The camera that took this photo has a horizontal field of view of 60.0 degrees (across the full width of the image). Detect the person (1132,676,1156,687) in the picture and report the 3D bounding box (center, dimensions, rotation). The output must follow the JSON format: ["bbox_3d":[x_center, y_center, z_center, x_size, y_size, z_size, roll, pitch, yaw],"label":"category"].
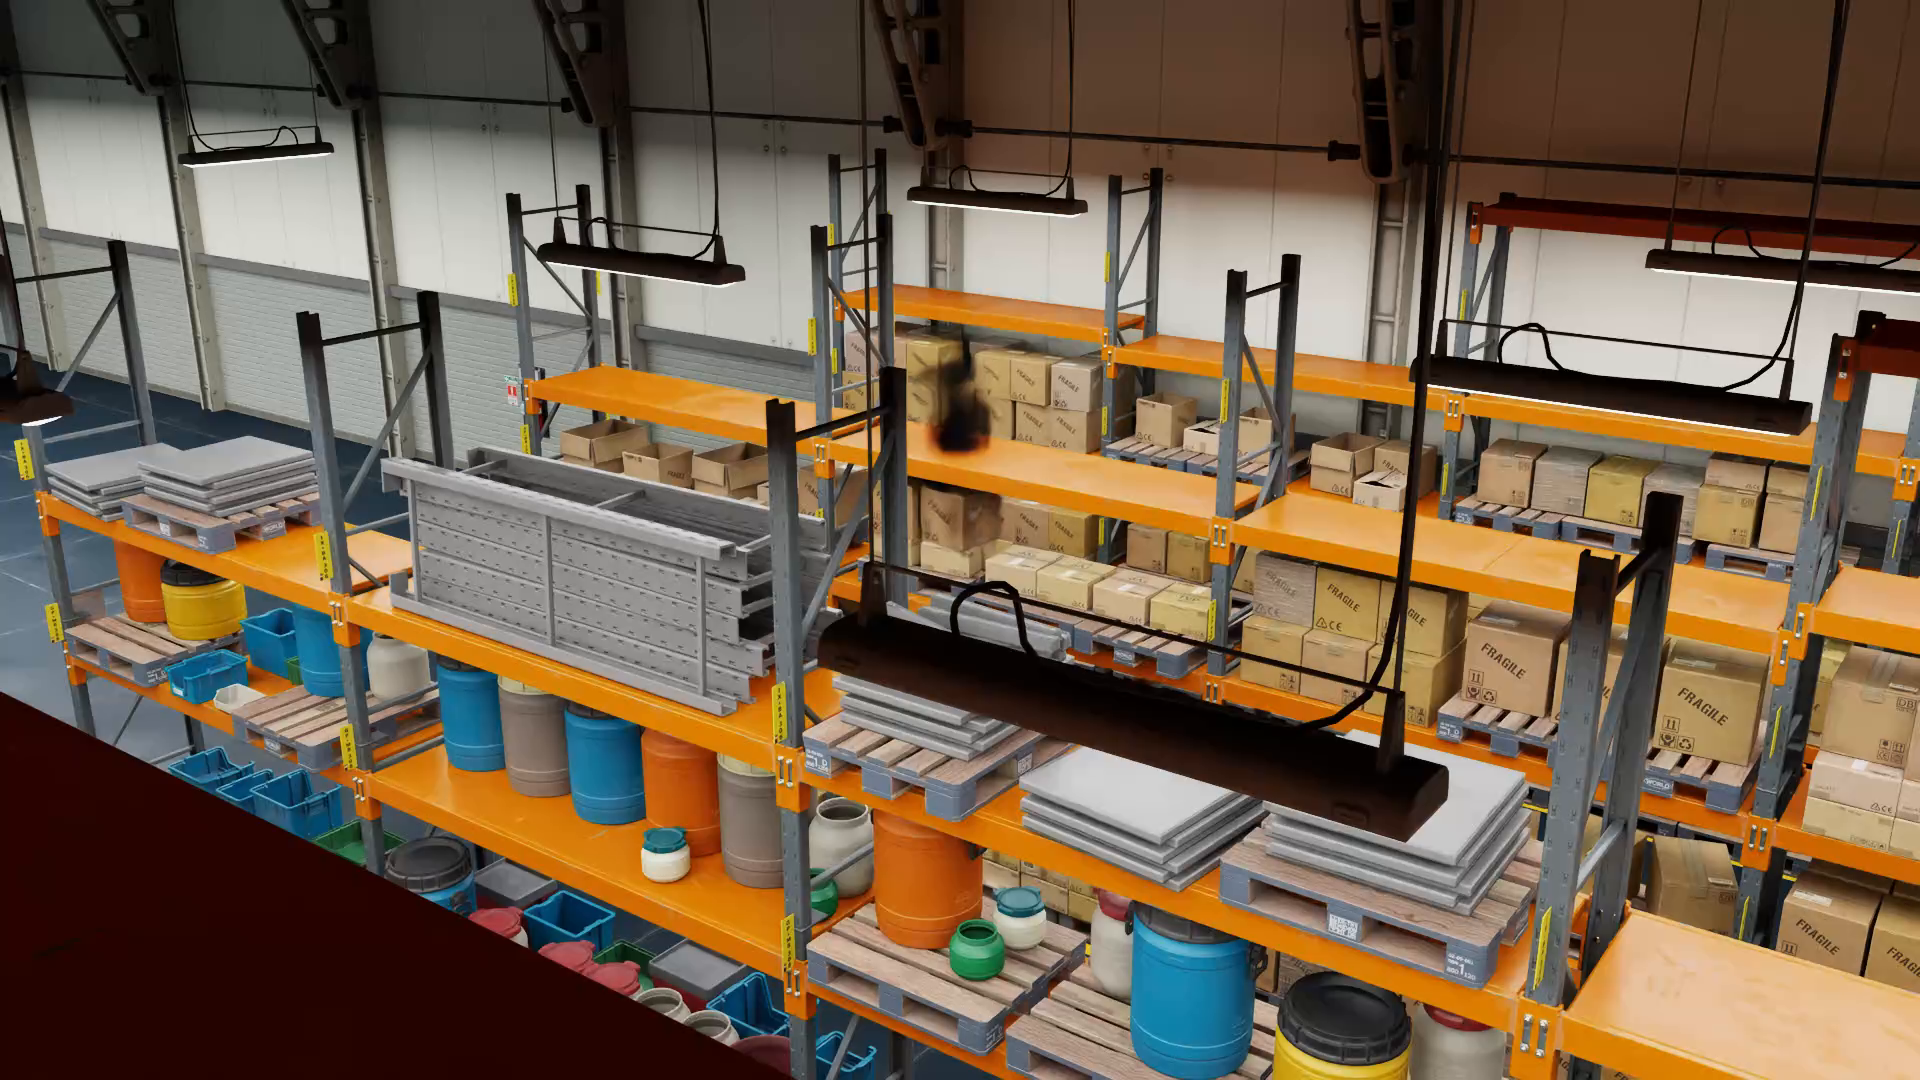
[{"bbox_3d":[1.805,2.001,16.550,0.862,1.602,0.537,9,21,26],"label":"person"}]
